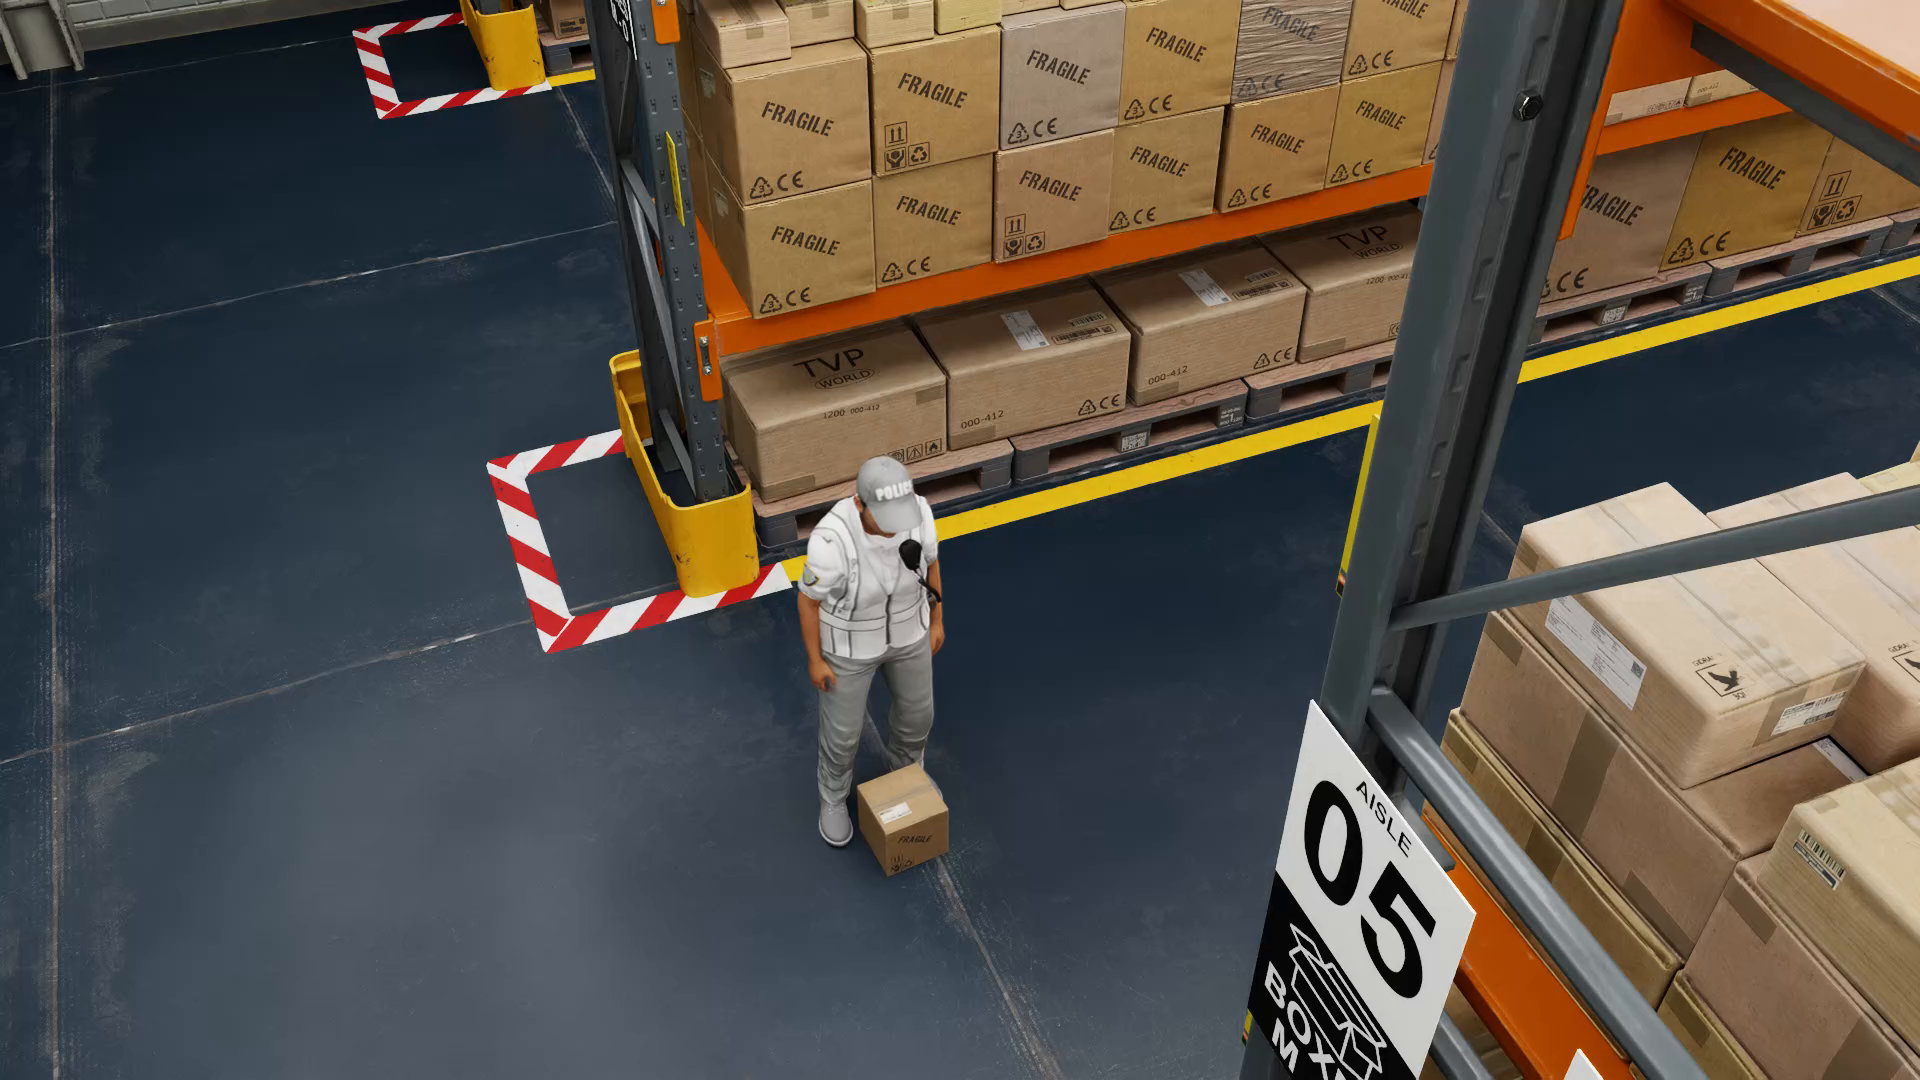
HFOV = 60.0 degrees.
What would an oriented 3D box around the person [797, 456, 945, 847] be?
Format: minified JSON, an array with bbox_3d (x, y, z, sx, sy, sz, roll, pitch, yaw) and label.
[{"bbox_3d":[-0.298,0.358,5.758,0.554,1.665,0.468,-18,45,-19],"label":"person"}]
